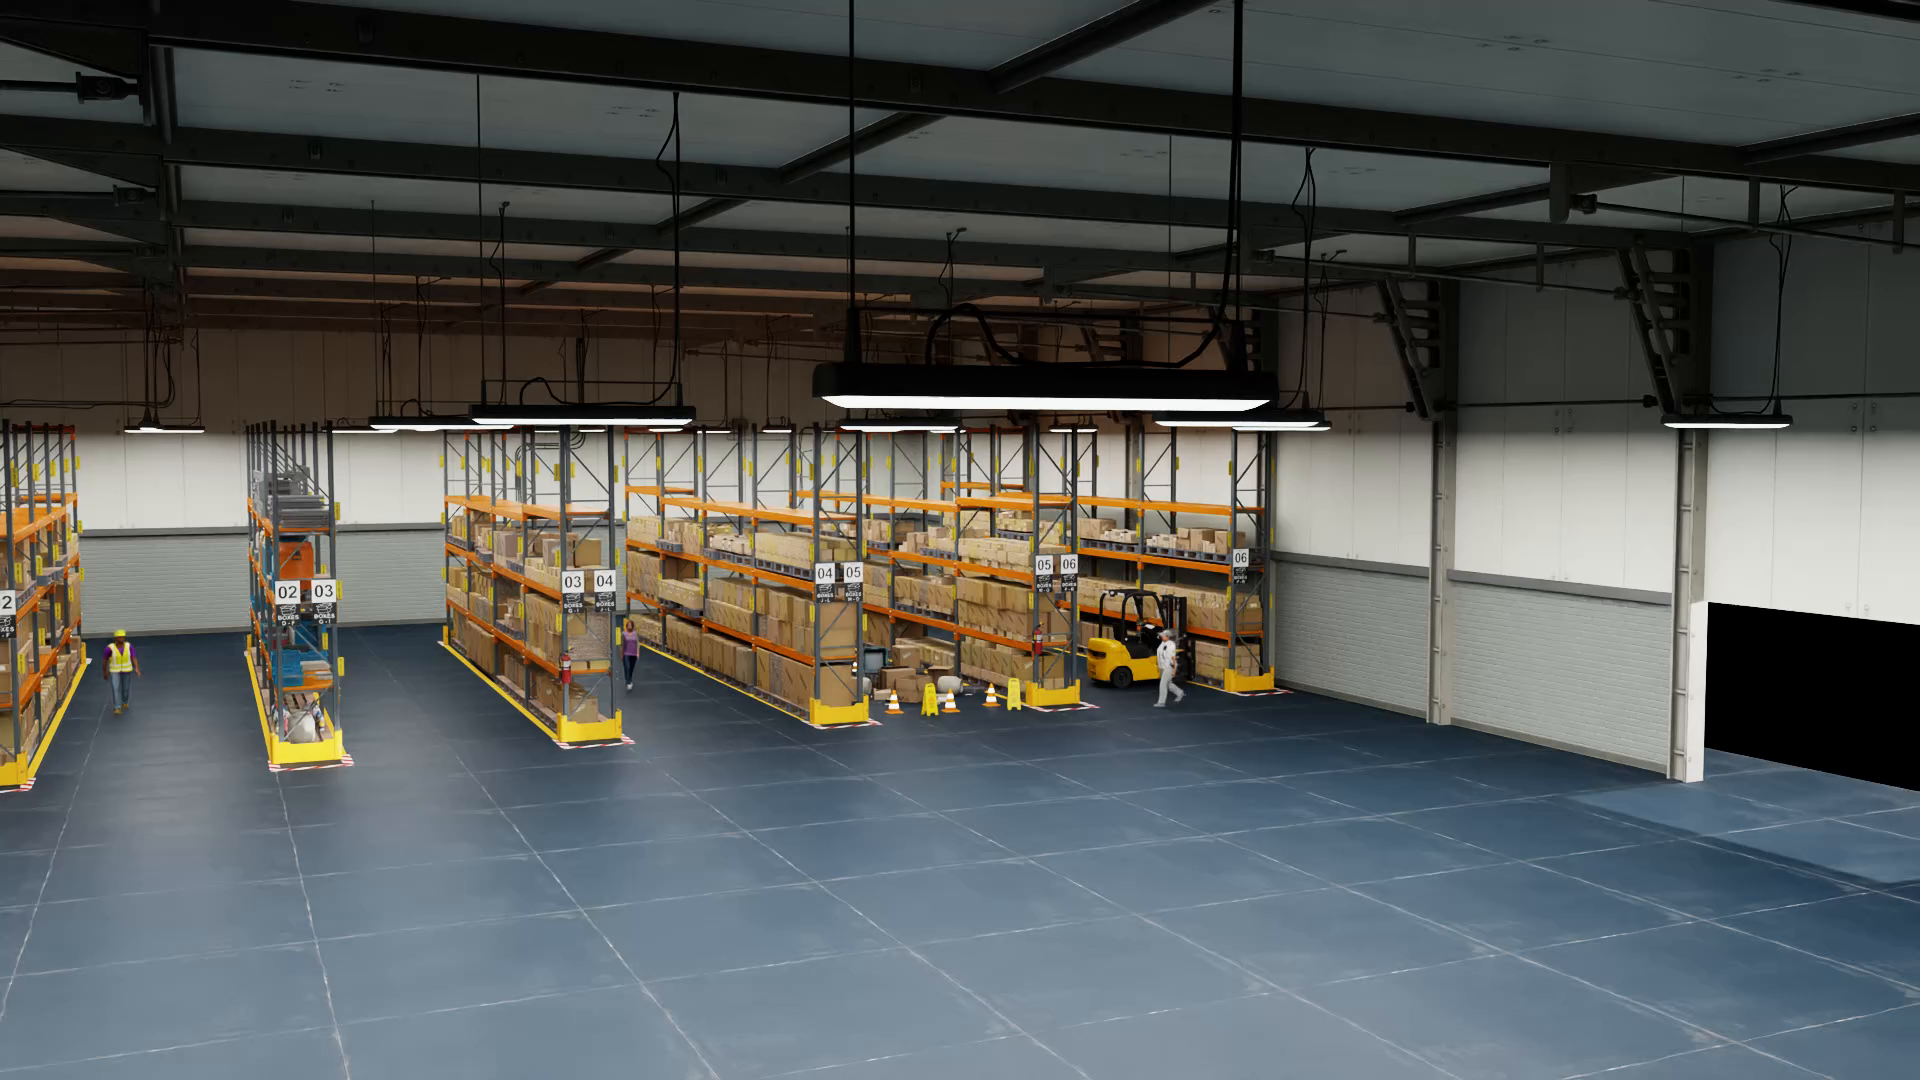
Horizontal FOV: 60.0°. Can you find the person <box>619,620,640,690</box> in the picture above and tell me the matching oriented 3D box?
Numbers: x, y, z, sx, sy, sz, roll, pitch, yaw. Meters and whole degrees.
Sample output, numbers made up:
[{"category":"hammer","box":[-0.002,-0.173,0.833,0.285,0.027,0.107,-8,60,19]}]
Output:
[{"category":"person","box":[-7.412,2.585,37.416,0.429,1.549,0.953,-2,4,-30]}]

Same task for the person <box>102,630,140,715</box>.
[{"category":"person","box":[-17.307,2.710,34.287,0.667,1.710,1.081,-2,4,-27]}]

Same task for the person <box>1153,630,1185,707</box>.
[{"category":"person","box":[4.431,2.698,35.216,0.917,1.622,0.503,-2,4,-29]}]
